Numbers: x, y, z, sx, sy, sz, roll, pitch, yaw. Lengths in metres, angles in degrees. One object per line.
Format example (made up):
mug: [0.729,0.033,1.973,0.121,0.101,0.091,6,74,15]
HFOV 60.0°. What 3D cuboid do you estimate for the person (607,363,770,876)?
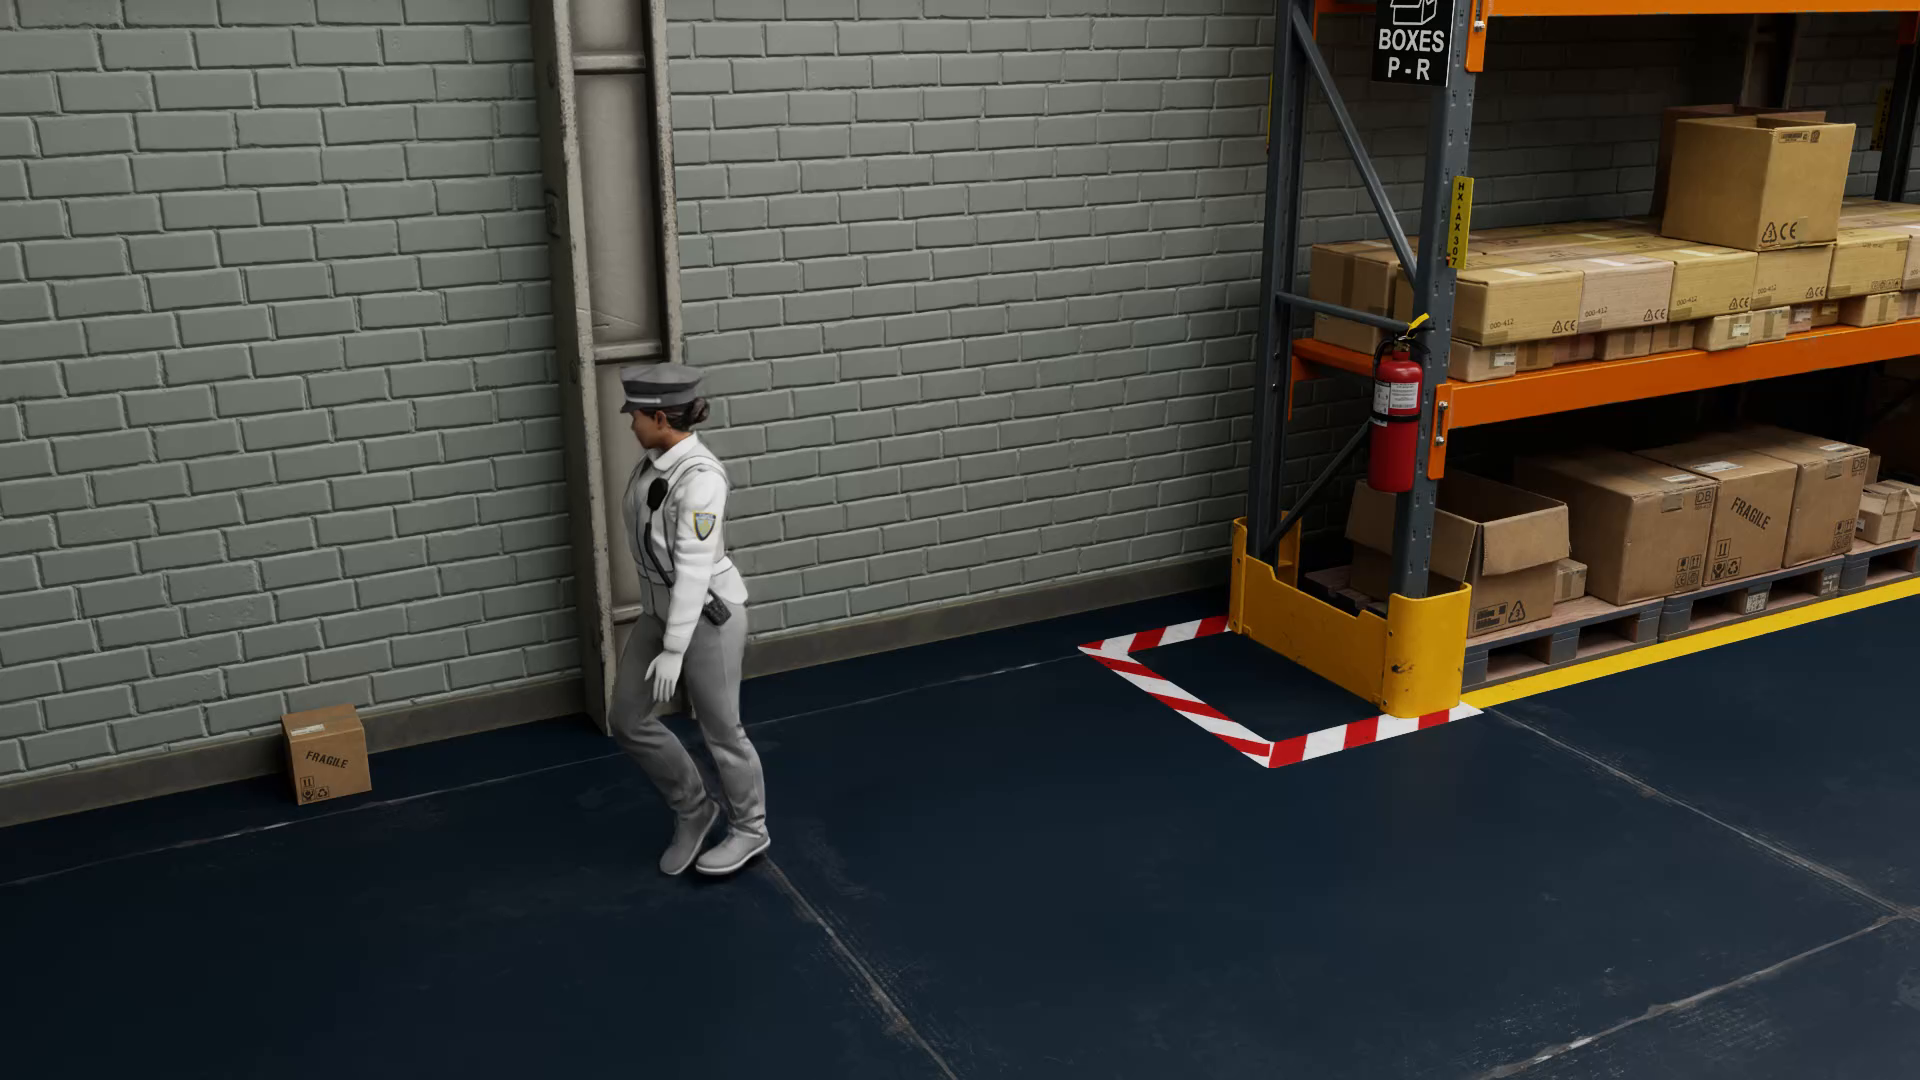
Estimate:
person: [-0.867,0.287,5.201,0.471,1.702,0.535,-14,23,-35]
